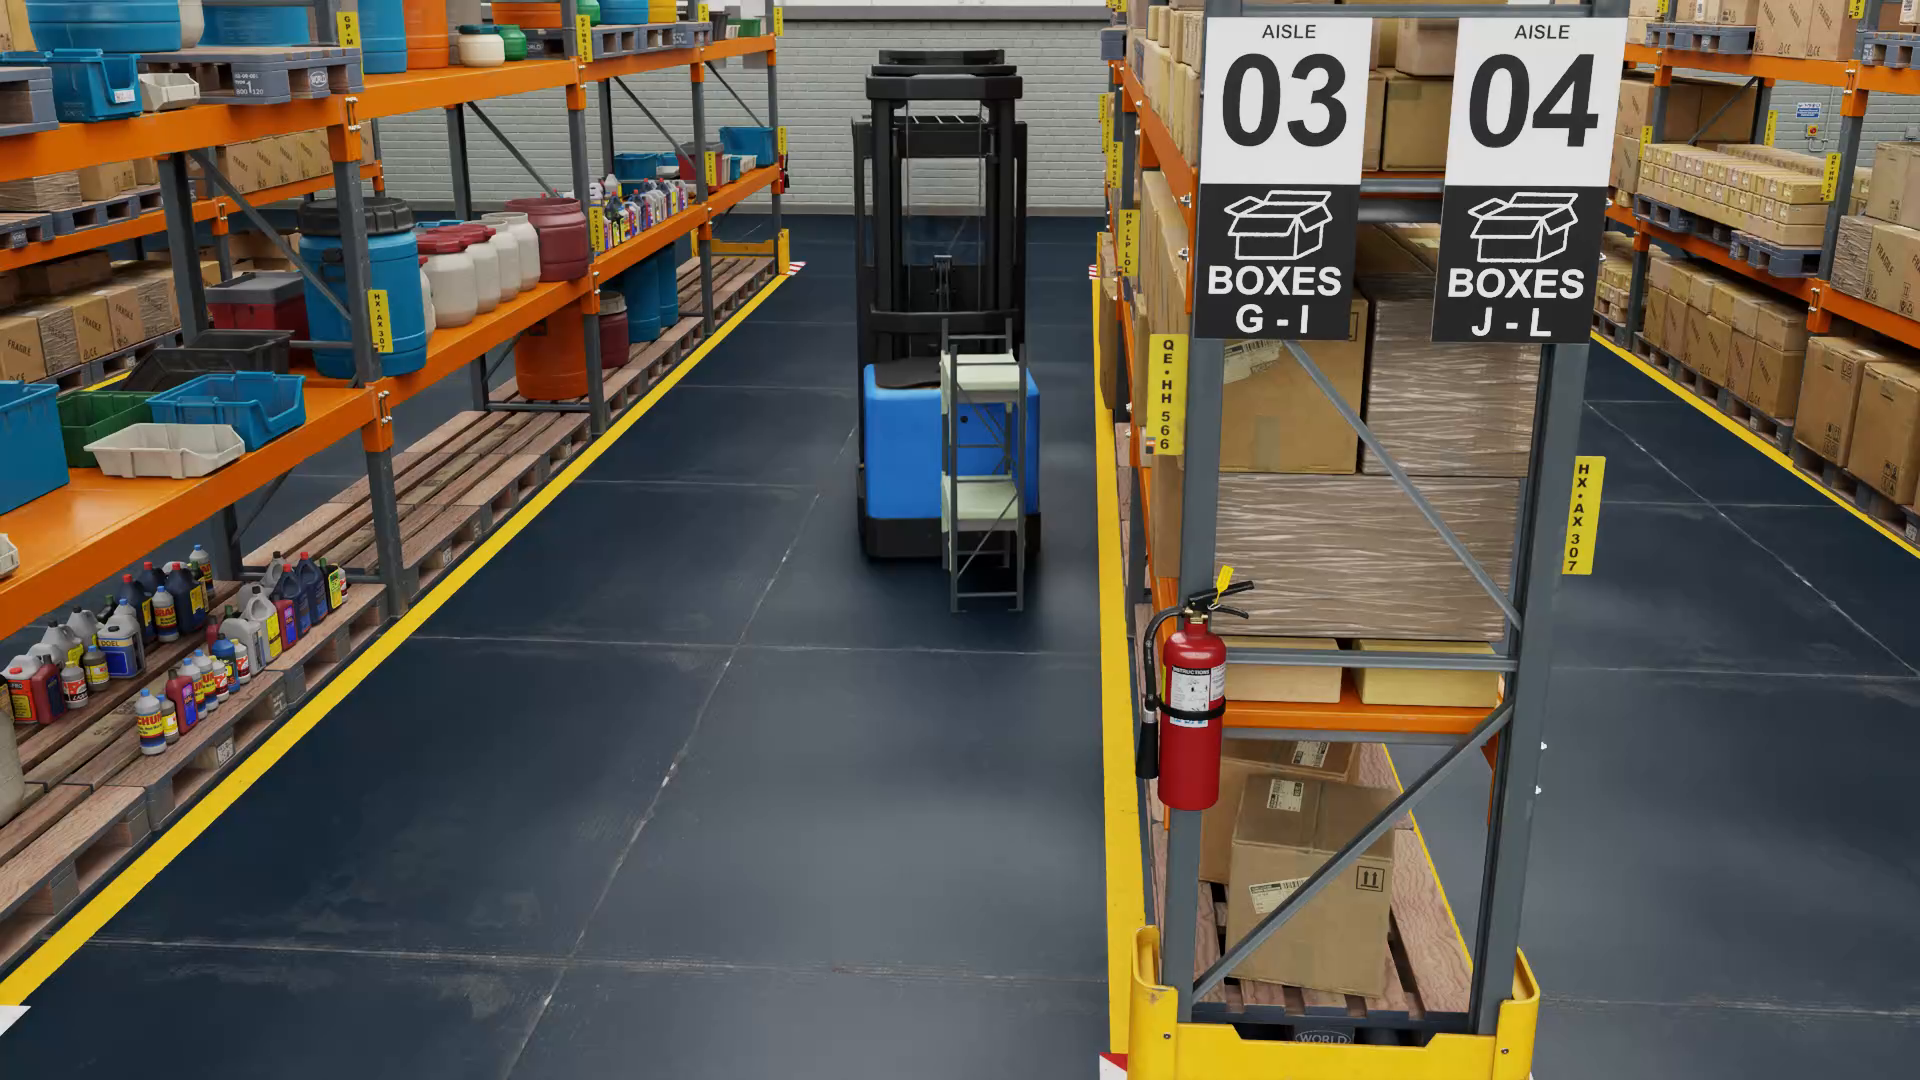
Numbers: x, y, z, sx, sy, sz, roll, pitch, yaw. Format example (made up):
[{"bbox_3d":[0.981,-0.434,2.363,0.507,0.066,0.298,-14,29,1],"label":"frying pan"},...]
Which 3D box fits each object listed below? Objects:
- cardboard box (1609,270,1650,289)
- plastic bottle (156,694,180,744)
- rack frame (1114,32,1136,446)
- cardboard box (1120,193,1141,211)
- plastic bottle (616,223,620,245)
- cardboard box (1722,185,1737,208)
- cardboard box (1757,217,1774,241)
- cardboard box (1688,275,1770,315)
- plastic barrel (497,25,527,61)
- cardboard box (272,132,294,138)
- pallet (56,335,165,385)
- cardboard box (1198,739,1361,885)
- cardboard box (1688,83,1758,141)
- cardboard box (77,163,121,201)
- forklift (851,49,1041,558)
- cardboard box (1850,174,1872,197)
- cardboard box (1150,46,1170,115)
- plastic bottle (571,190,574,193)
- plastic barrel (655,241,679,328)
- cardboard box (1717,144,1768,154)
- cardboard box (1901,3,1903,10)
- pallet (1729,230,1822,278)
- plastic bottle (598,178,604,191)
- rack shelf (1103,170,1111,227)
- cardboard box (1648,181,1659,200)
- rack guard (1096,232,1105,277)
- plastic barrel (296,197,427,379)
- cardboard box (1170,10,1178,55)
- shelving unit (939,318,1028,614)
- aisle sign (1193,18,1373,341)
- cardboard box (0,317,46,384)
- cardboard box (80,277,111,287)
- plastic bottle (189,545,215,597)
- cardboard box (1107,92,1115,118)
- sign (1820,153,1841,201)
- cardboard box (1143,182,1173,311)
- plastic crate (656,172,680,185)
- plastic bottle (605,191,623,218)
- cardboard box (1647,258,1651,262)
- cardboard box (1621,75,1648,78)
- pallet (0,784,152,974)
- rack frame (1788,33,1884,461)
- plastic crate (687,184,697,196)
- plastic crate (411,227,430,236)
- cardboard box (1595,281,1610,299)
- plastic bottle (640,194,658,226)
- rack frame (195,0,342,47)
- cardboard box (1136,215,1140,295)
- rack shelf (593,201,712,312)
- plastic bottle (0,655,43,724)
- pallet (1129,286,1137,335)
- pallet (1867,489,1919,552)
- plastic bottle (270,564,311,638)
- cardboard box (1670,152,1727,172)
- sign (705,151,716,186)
[{"bbox_3d":[6.645,-2.574,16.409,0.380,0.149,0.250,2,18,5],"label":"cardboard box"},{"bbox_3d":[-3.392,0.757,7.083,0.097,0.201,0.097,0,18,0],"label":"plastic bottle"},{"bbox_3d":[1.674,-2.149,12.166,1.000,3.000,0.127,1,18,4],"label":"rack frame"},{"bbox_3d":[1.462,-2.356,12.635,0.500,0.500,0.500,2,18,6],"label":"cardboard box"},{"bbox_3d":[-2.835,-2.513,13.595,0.097,0.201,0.097,0,18,0],"label":"plastic bottle"},{"bbox_3d":[6.267,-2.712,13.134,0.380,0.149,0.250,1,18,4],"label":"cardboard box"},{"bbox_3d":[6.210,-2.328,12.440,0.380,0.149,0.250,1,18,4],"label":"cardboard box"},{"bbox_3d":[6.507,-2.070,14.060,0.500,0.250,0.500,2,18,6],"label":"cardboard box"},{"bbox_3d":[-3.233,-3.534,11.823,0.294,0.245,0.294,0,18,0],"label":"plastic barrel"},{"bbox_3d":[-7.532,-4.597,17.868,0.500,0.500,0.500,1,18,2],"label":"cardboard box"},{"bbox_3d":[-8.025,-1.656,15.137,1.003,0.211,1.213,1,18,4],"label":"pallet"},{"bbox_3d":[1.171,0.943,6.066,0.500,0.500,0.500,6,19,18],"label":"cardboard box"},{"bbox_3d":[7.176,-4.048,15.717,0.500,0.500,0.500,2,18,5],"label":"cardboard box"},{"bbox_3d":[-7.985,-3.311,14.876,0.700,0.500,0.500,-3,18,-10],"label":"cardboard box"},{"bbox_3d":[-0.142,-1.699,10.901,1.130,2.935,3.031,-1,18,-4],"label":"forklift"},{"bbox_3d":[6.879,-2.669,12.525,0.380,0.149,0.250,1,18,4],"label":"cardboard box"},{"bbox_3d":[1.020,-1.809,6.549,0.500,0.250,0.500,1,18,2],"label":"cardboard box"},{"bbox_3d":[-3.459,-3.021,15.023,0.152,0.276,0.135,1,18,4],"label":"plastic bottle"},{"bbox_3d":[-3.036,-2.536,16.041,0.600,0.901,0.708,1,18,4],"label":"plastic barrel"},{"bbox_3d":[7.067,-3.484,15.011,0.380,0.149,0.250,2,18,6],"label":"cardboard box"},{"bbox_3d":[6.430,-3.460,10.917,0.380,0.149,0.250,1,18,2],"label":"cardboard box"},{"bbox_3d":[6.559,-2.140,12.444,1.213,0.211,1.003,1,18,4],"label":"pallet"},{"bbox_3d":[-3.441,-3.301,15.868,0.061,0.283,0.133,1,18,4],"label":"plastic bottle"},{"bbox_3d":[2.104,-3.671,17.965,1.077,0.370,4.000,1,18,4],"label":"rack shelf"},{"bbox_3d":[6.400,-3.132,14.892,0.380,0.149,0.250,2,18,5],"label":"cardboard box"},{"bbox_3d":[2.249,-3.454,20.160,1.175,0.500,0.348,1,18,4],"label":"rack guard"},{"bbox_3d":[-3.223,-1.369,8.979,0.600,0.901,0.708,1,18,4],"label":"plastic barrel"},{"bbox_3d":[0.910,-1.706,5.594,0.380,0.149,0.250,0,18,1],"label":"cardboard box"},{"bbox_3d":[0.123,-0.428,9.320,0.431,1.500,0.755,-1,18,-4],"label":"shelving unit"},{"bbox_3d":[0.797,-0.888,4.140,0.394,0.787,0.004,1,18,4],"label":"aisle sign"},{"bbox_3d":[-7.889,-1.528,13.577,0.500,0.500,0.500,2,18,6],"label":"cardboard box"},{"bbox_3d":[-8.268,-2.170,15.535,0.500,0.500,0.500,2,18,5],"label":"cardboard box"},{"bbox_3d":[-4.013,0.159,8.796,0.097,0.271,0.097,0,18,0],"label":"plastic bottle"},{"bbox_3d":[1.908,-4.762,18.698,0.500,0.500,0.500,1,18,3],"label":"cardboard box"},{"bbox_3d":[6.072,-2.529,11.592,0.100,0.325,0.005,1,18,4],"label":"sign"},{"bbox_3d":[1.067,-1.282,7.273,0.500,0.500,0.500,1,18,4],"label":"cardboard box"},{"bbox_3d":[-3.167,-3.754,17.407,0.437,0.125,0.590,1,18,4],"label":"plastic crate"},{"bbox_3d":[-2.959,-2.806,14.247,0.144,0.351,0.185,1,18,4],"label":"plastic bottle"},{"bbox_3d":[7.275,-2.802,17.106,0.380,0.149,0.250,2,18,5],"label":"cardboard box"},{"bbox_3d":[6.768,-4.546,17.236,0.500,0.500,0.500,1,18,2],"label":"cardboard box"},{"bbox_3d":[-3.818,1.273,6.199,1.003,0.211,1.213,1,18,4],"label":"pallet"},{"bbox_3d":[6.614,-2.007,11.732,1.000,3.000,0.127,1,18,4],"label":"rack frame"},{"bbox_3d":[-2.804,-3.547,16.757,0.396,0.136,0.243,1,18,4],"label":"plastic crate"},{"bbox_3d":[-3.687,-1.795,10.982,0.402,0.464,0.583,1,18,4],"label":"plastic crate"},{"bbox_3d":[6.615,-2.509,16.688,0.380,0.149,0.250,1,18,2],"label":"cardboard box"},{"bbox_3d":[-2.774,-2.930,14.746,0.152,0.276,0.135,1,18,4],"label":"plastic bottle"},{"bbox_3d":[-3.553,-3.869,7.777,1.000,3.000,0.127,1,18,4],"label":"rack frame"},{"bbox_3d":[1.419,-1.696,9.942,0.797,0.503,0.637,3,18,10],"label":"cardboard box"},{"bbox_3d":[-3.123,-2.539,14.511,1.077,0.370,4.000,1,18,4],"label":"rack shelf"},{"bbox_3d":[-4.100,0.652,7.283,0.152,0.276,0.135,1,18,4],"label":"plastic bottle"},{"bbox_3d":[1.573,-1.443,10.316,1.003,0.211,1.213,1,18,4],"label":"pallet"},{"bbox_3d":[6.392,-0.061,10.271,1.003,0.211,1.213,1,18,4],"label":"pallet"},{"bbox_3d":[-3.326,0.298,8.244,0.144,0.351,0.185,0,18,1],"label":"plastic bottle"},{"bbox_3d":[6.358,-3.257,14.318,0.380,0.149,0.250,1,18,3],"label":"cardboard box"},{"bbox_3d":[-2.431,-3.621,16.212,0.100,0.325,0.005,1,18,4],"label":"sign"}]
